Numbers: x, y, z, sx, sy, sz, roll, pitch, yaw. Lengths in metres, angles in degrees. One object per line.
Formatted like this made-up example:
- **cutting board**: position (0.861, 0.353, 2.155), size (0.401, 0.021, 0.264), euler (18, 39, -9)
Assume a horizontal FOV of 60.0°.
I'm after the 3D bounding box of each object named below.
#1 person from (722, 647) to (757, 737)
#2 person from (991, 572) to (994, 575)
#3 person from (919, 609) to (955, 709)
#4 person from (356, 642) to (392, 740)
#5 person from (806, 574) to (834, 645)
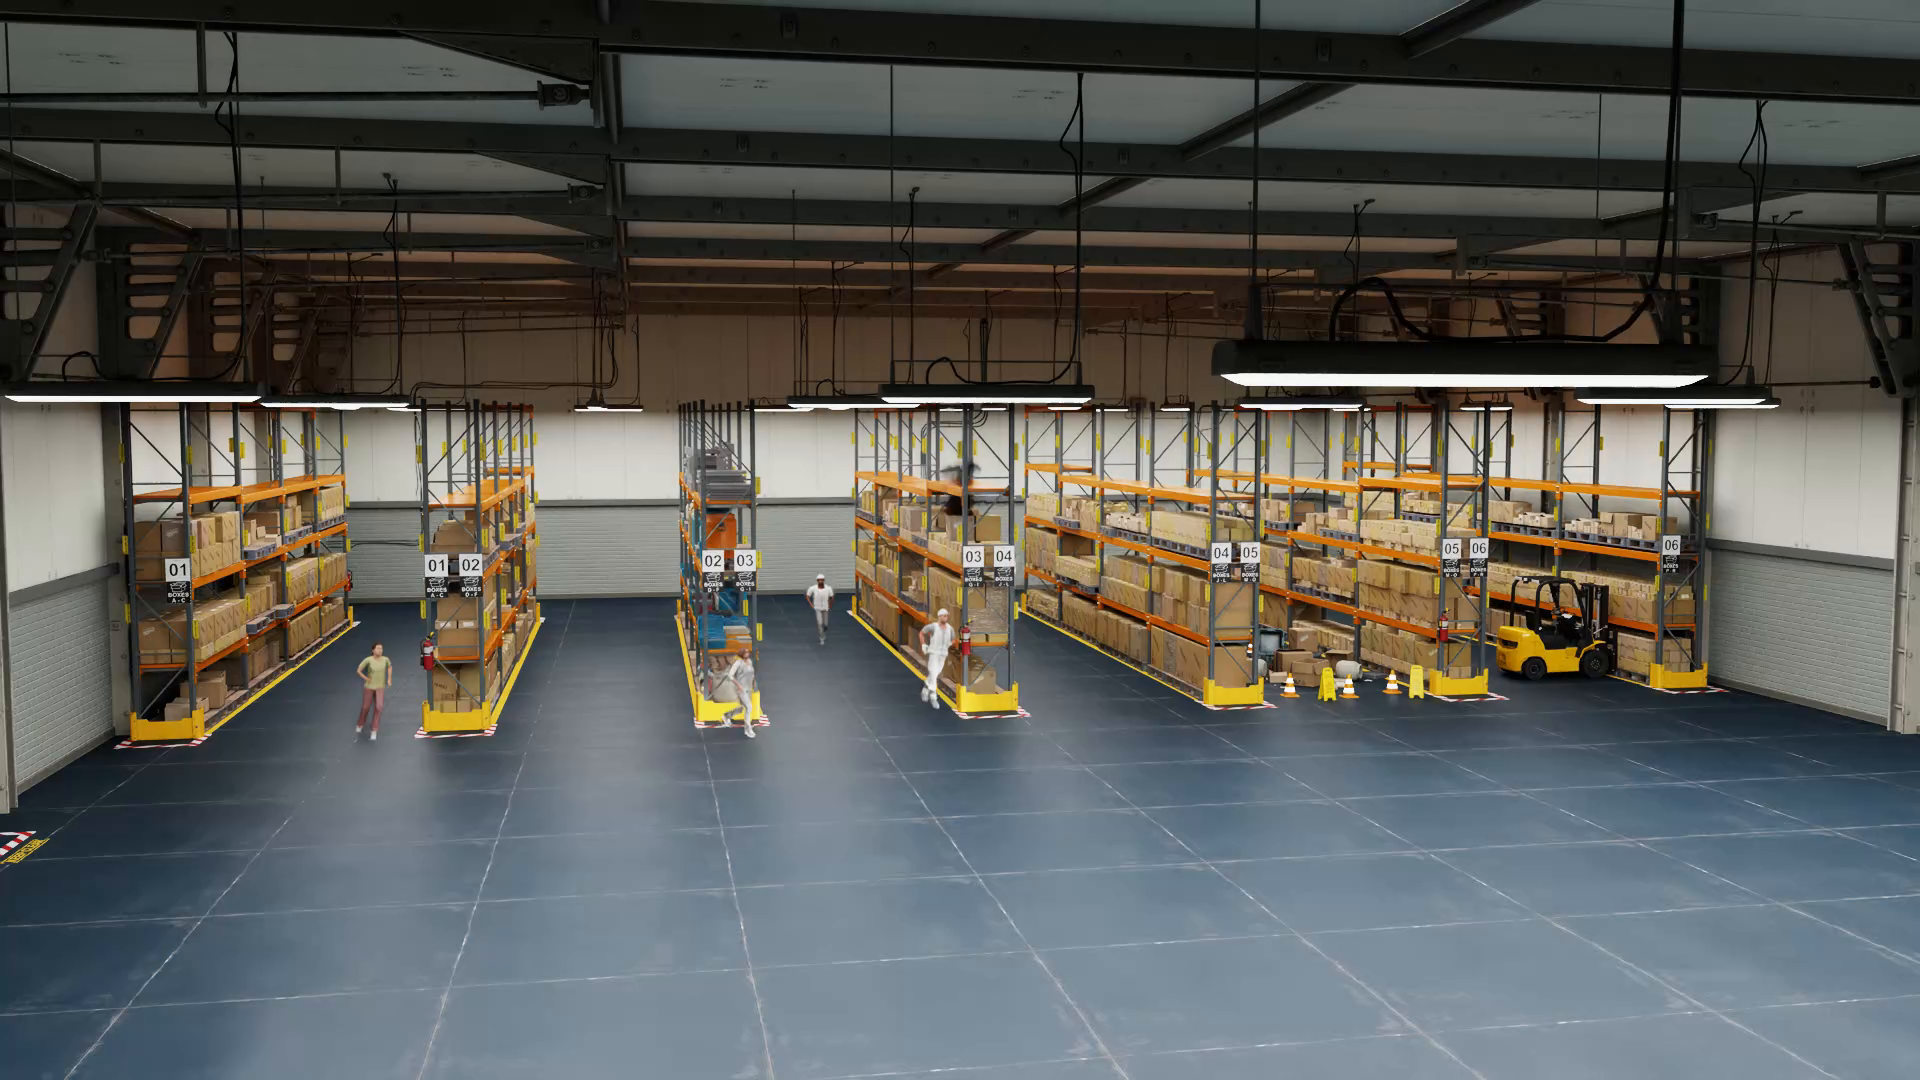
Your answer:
- **person**: position (-3.923, 2.689, 29.688), size (0.770, 1.604, 0.551), euler (2, 5, 27)
- **person**: position (1.163, 1.204, 49.069), size (0.688, 1.655, 0.511), euler (4, 6, 41)
- **person**: position (-0.397, 2.193, 31.321), size (0.687, 1.803, 0.876), euler (-3, 5, -30)
- **person**: position (-10.417, 2.660, 29.624), size (0.644, 1.682, 0.851), euler (-2, 5, -29)
- **person**: position (-3.488, 1.723, 41.526), size (0.708, 1.746, 0.714), euler (-1, 4, -14)
